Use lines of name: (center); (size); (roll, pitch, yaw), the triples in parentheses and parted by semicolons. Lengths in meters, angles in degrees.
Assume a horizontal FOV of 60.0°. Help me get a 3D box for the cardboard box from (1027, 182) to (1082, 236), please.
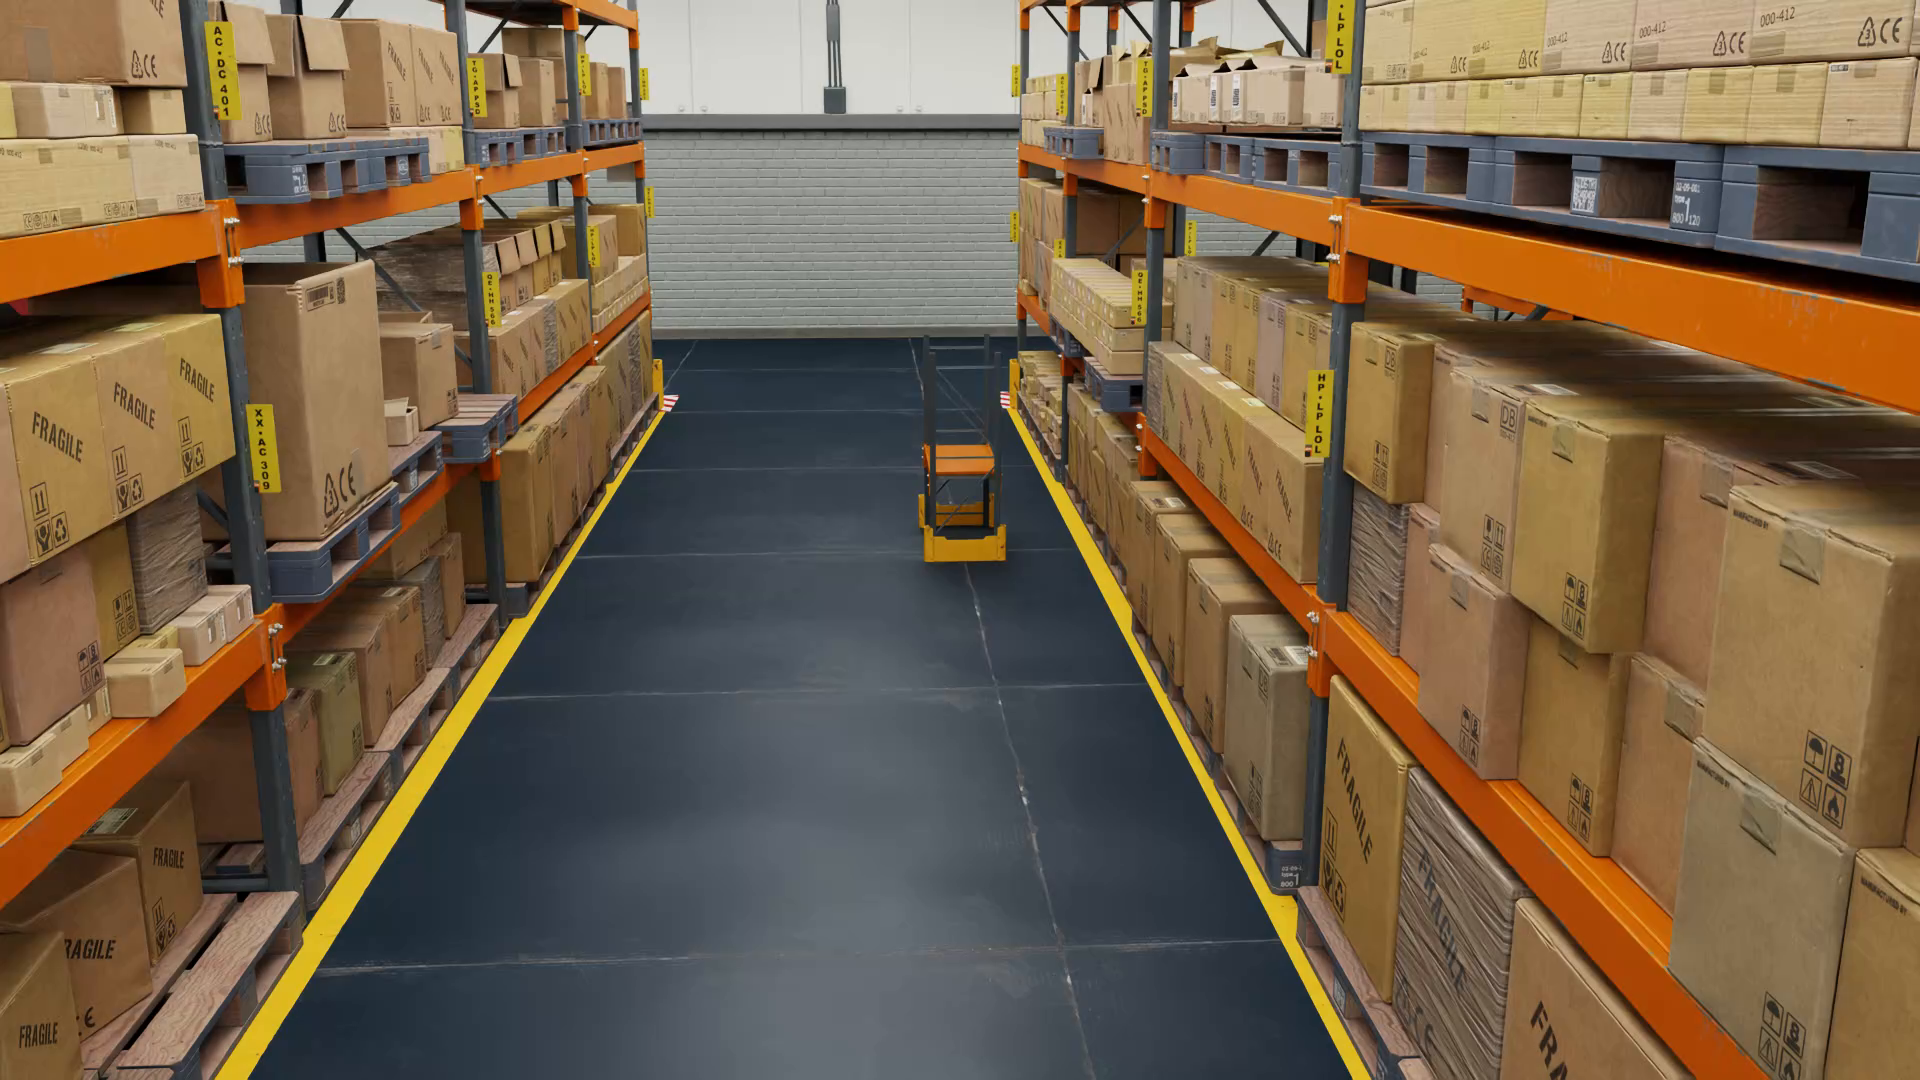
cardboard box: (0.940, -3.245, 16.314); (0.500, 0.500, 0.500); (-1, 14, -5)

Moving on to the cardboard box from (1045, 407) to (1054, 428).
cardboard box: (0.977, -1.118, 15.133); (0.380, 0.149, 0.250); (-1, 14, -5)

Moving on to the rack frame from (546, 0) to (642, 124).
rack frame: (-3.827, -5.793, 16.982); (1.000, 3.000, 0.127); (-1, 14, -3)

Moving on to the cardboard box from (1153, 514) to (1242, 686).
cardboard box: (1.631, 0.307, 8.986); (1.050, 0.750, 0.750); (-1, 14, -3)

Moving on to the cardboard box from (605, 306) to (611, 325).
cardboard box: (-3.299, -1.981, 14.709); (0.380, 0.149, 0.250); (0, 14, -2)

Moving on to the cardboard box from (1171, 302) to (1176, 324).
cardboard box: (1.715, -1.619, 11.862); (0.380, 0.149, 0.250); (-1, 14, -4)

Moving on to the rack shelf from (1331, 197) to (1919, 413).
rack shelf: (1.997, -0.561, 4.113); (1.077, 0.370, 4.000); (-1, 14, -3)

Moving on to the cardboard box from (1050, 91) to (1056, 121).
cardboard box: (1.075, -3.807, 14.580); (0.500, 0.250, 0.500); (-1, 15, -6)

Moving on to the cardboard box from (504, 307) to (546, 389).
cardboard box: (-3.159, -1.327, 11.464); (0.500, 0.500, 0.500); (-1, 14, -4)

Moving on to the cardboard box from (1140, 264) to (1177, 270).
cardboard box: (1.629, -2.086, 13.082); (0.380, 0.149, 0.250); (-1, 14, -5)

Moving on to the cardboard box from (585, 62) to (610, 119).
cardboard box: (-3.607, -4.105, 15.199); (0.700, 0.500, 0.500); (0, 14, -1)

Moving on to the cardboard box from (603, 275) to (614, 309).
cardboard box: (-3.373, -2.209, 14.795); (0.500, 0.250, 0.500); (-1, 14, -4)

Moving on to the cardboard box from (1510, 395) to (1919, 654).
cardboard box: (1.949, -0.055, 4.251); (0.875, 0.550, 0.500); (-1, 14, -3)

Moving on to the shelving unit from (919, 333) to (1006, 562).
shelving unit: (0.005, -0.707, 12.266); (0.587, 1.500, 1.083); (-1, 14, -3)

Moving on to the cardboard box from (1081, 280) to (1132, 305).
cardboard box: (1.060, -1.756, 11.798); (0.380, 0.149, 0.250); (0, 14, -1)

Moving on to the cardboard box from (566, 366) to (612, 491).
cardboard box: (-3.520, -0.908, 13.458); (1.225, 0.875, 0.875); (-1, 14, -3)

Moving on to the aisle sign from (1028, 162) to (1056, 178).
aisle sign: (0.826, -4.211, 17.658); (0.394, 0.787, 0.004); (-1, 14, -3)

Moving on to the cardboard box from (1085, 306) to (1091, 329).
cardboard box: (1.075, -1.547, 11.583); (0.380, 0.149, 0.250); (-1, 14, -4)

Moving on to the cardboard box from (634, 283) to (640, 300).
cardboard box: (-3.429, -2.493, 16.700); (0.380, 0.149, 0.250); (-1, 14, -2)

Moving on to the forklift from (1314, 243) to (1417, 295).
forklift: (3.836, -2.052, 14.618); (3.031, 2.935, 1.130); (-5, 15, -20)

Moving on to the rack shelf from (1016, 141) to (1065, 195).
rack shelf: (1.254, -3.546, 15.712); (1.077, 0.370, 4.000); (-1, 14, -3)

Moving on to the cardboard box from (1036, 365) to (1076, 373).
cardboard box: (0.954, -1.653, 16.617); (0.380, 0.149, 0.250); (0, 14, -1)

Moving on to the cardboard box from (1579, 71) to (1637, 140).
cardboard box: (1.668, -0.999, 3.832); (0.380, 0.149, 0.250); (-1, 14, -3)

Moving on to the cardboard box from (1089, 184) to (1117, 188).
cardboard box: (1.515, -3.119, 15.825); (0.500, 0.500, 0.500); (-1, 14, -5)

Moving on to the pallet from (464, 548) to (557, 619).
pallet: (-3.305, 0.255, 11.111); (1.003, 0.211, 1.213); (-1, 14, -3)

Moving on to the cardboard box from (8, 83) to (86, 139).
cardboard box: (-2.705, -1.203, 4.662); (0.380, 0.149, 0.250); (-1, 14, -5)

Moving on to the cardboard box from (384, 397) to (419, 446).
cardboard box: (-2.958, -0.626, 8.365); (0.396, 0.266, 0.258); (-1, 14, -5)

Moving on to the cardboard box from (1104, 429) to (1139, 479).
cardboard box: (1.279, -0.597, 11.495); (0.500, 0.250, 0.500); (-1, 14, -3)

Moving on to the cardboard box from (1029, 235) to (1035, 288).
cardboard box: (0.958, -2.761, 16.439); (0.500, 0.500, 0.500); (-1, 14, -3)

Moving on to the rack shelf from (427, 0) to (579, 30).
rack shelf: (-3.455, -3.759, 11.322); (1.077, 0.370, 4.000); (-1, 14, -3)

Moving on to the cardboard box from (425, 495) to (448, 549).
cardboard box: (-3.260, -0.097, 9.514); (0.500, 0.250, 0.500); (0, 14, -1)

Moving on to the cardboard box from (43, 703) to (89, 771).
cardboard box: (-2.749, 0.579, 4.760); (0.380, 0.149, 0.250); (-1, 14, -3)

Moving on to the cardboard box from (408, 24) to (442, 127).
cardboard box: (-3.010, -2.399, 8.607); (0.500, 0.500, 0.500); (-1, 14, -4)

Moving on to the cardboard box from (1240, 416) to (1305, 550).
cardboard box: (1.543, -0.254, 7.294); (0.500, 0.500, 0.500); (-1, 14, -4)

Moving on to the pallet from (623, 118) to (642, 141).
pallet: (-3.771, -4.113, 16.650); (1.003, 0.211, 1.213); (-1, 14, -3)

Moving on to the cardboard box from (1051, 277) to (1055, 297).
cardboard box: (0.943, -2.065, 13.596); (0.380, 0.149, 0.250); (-1, 14, -3)

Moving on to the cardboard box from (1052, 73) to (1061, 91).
cardboard box: (1.002, -3.959, 14.370); (0.380, 0.149, 0.250); (-1, 14, -4)

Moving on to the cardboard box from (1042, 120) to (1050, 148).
cardboard box: (1.026, -3.693, 15.140); (0.500, 0.250, 0.500); (-1, 14, -4)

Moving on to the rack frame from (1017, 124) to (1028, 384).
rack frame: (1.130, -2.939, 17.929); (1.000, 3.000, 0.127); (-1, 14, -3)

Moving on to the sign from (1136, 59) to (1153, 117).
sign: (1.084, -2.645, 9.728); (0.100, 0.325, 0.005); (-1, 14, -3)

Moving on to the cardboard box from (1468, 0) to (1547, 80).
cardboard box: (1.689, -1.354, 4.408); (0.500, 0.250, 0.500); (-1, 14, -4)

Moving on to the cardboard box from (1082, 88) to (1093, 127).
cardboard box: (1.223, -3.335, 12.785); (0.500, 0.311, 0.500); (-1, 14, -4)

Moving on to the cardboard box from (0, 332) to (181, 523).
cardboard box: (-2.749, -0.348, 5.054); (0.500, 0.500, 0.500); (-1, 14, -3)

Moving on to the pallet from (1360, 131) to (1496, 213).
pallet: (1.913, -1.161, 5.176); (1.003, 0.211, 1.213); (-1, 14, -3)

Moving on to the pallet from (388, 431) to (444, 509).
pallet: (-3.168, -0.313, 8.109); (1.003, 0.211, 1.213); (-1, 14, -3)

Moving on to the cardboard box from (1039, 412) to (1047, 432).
cardboard box: (0.949, -1.117, 15.725); (0.380, 0.149, 0.250); (-1, 14, -4)

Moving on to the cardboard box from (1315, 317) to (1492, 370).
cardboard box: (1.837, -0.611, 6.673); (0.700, 0.500, 0.500); (-1, 14, -4)

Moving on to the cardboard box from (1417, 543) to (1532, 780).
cardboard box: (1.881, 0.337, 4.896); (0.875, 0.550, 0.550); (-1, 14, -3)

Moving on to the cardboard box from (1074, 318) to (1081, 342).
cardboard box: (1.042, -1.533, 12.128); (0.380, 0.149, 0.250); (-2, 15, -6)

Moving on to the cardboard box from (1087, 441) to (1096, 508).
cardboard box: (1.239, -0.487, 12.575); (0.500, 0.500, 0.500); (-1, 14, -2)

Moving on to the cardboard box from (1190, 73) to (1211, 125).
cardboard box: (1.482, -2.273, 8.579); (0.500, 0.250, 0.500); (0, 14, -2)

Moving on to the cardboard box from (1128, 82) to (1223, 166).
cardboard box: (1.336, -2.589, 10.347); (0.500, 0.500, 0.500); (-1, 14, -3)

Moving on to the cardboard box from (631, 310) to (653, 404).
cardboard box: (-3.707, -1.904, 17.328); (0.875, 0.875, 0.875); (-1, 14, -3)

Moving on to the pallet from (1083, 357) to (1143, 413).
pallet: (1.475, -1.032, 10.903); (1.213, 0.211, 1.003); (-1, 14, -3)

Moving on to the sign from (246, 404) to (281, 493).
sign: (-2.542, -0.333, 6.062); (0.100, 0.325, 0.005); (-1, 14, -3)

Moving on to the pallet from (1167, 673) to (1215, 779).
pallet: (1.672, 0.901, 8.601); (1.003, 0.211, 1.213); (-1, 14, -3)

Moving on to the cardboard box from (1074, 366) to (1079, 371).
cardboard box: (1.374, -1.859, 17.415); (0.380, 0.149, 0.250); (-1, 14, -2)
